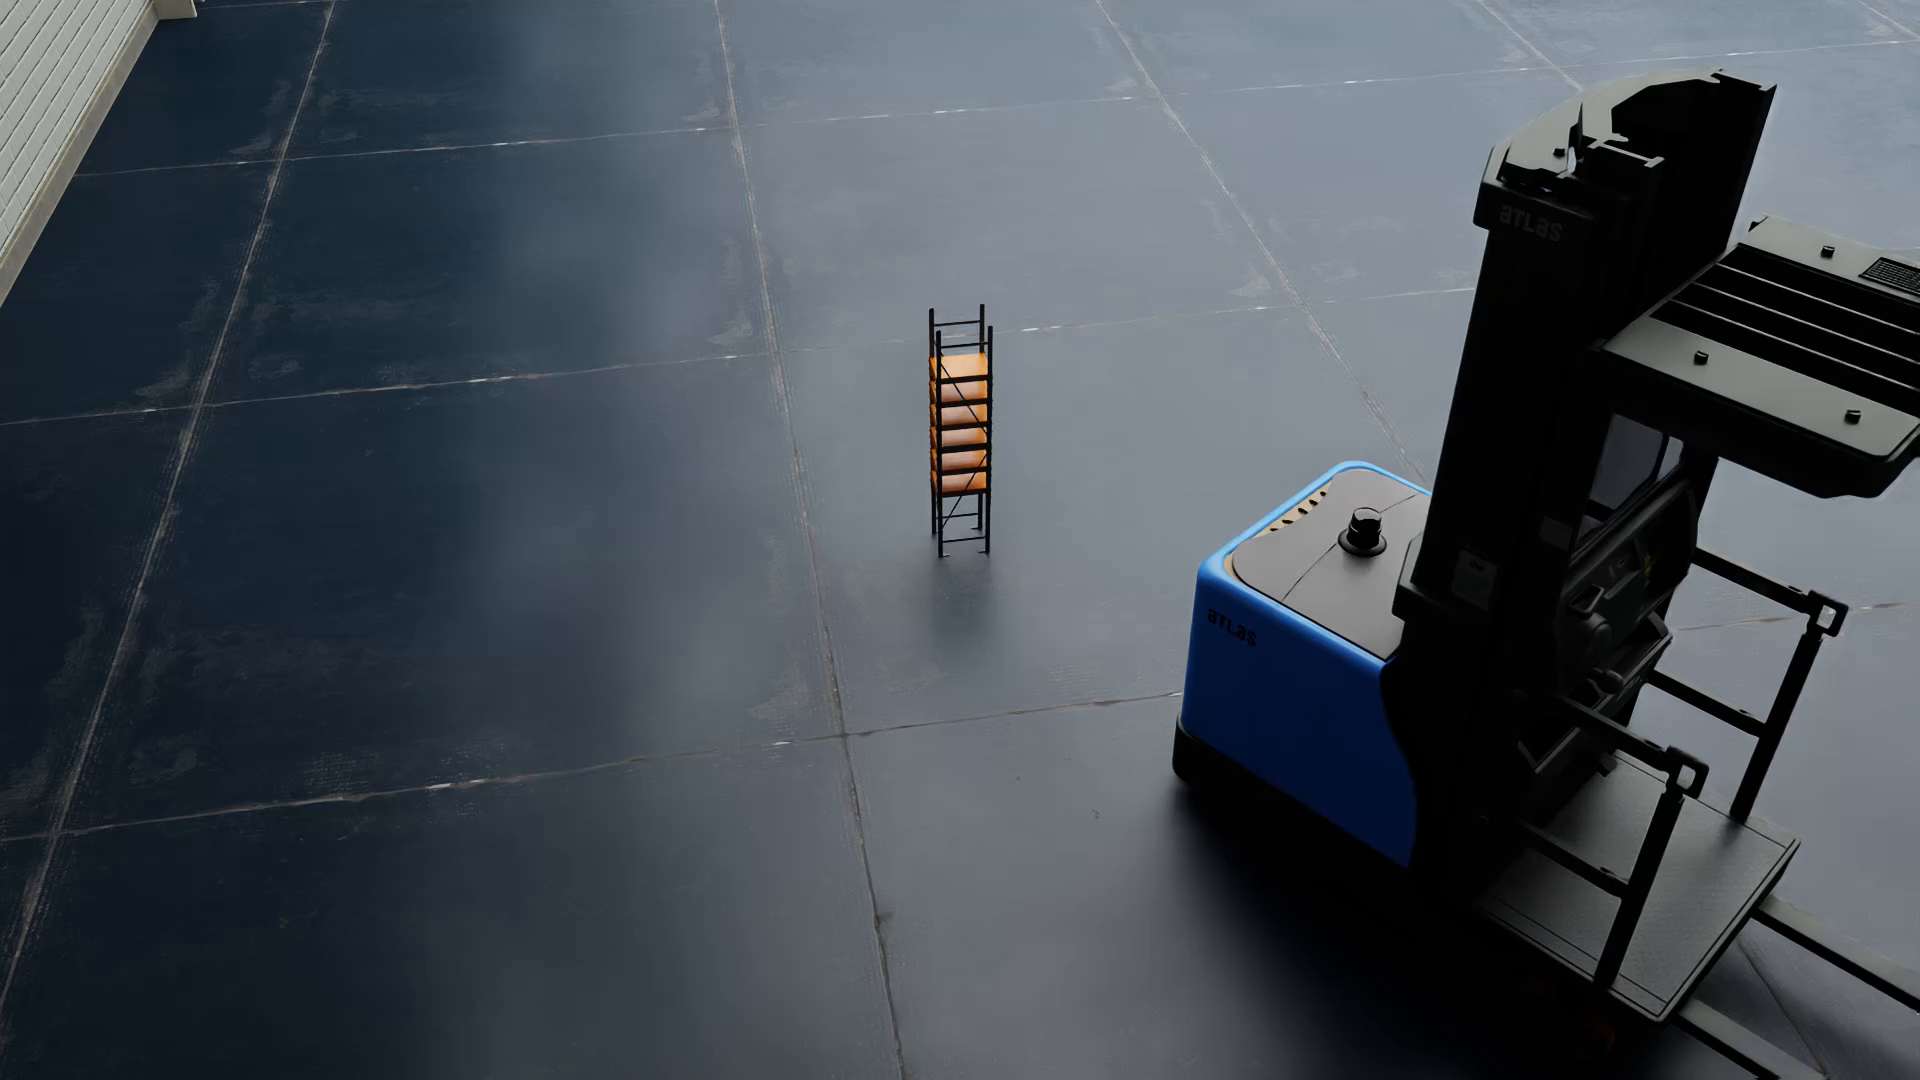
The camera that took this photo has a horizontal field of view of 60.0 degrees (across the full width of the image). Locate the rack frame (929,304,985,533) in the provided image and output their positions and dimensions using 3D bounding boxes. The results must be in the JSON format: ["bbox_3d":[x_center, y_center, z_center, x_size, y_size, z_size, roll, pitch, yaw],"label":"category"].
[{"bbox_3d":[-0.014,-0.520,7.442,0.240,1.200,0.006,-6,38,-8],"label":"rack frame"}]

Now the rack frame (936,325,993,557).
[{"bbox_3d":[0.019,-0.410,7.300,0.240,1.200,0.006,-6,38,-8],"label":"rack frame"}]

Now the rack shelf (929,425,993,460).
[{"bbox_3d":[0.003,-0.430,7.398,0.258,0.103,0.180,-6,38,-8],"label":"rack shelf"}]

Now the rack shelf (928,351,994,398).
[{"bbox_3d":[0.003,-0.714,7.177,0.258,0.103,0.180,-6,38,-8],"label":"rack shelf"}]

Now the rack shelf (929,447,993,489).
[{"bbox_3d":[0.003,-0.335,7.472,0.258,0.103,0.180,-6,38,-8],"label":"rack shelf"}]

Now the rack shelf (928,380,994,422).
[{"bbox_3d":[0.003,-0.620,7.251,0.258,0.103,0.180,-6,38,-8],"label":"rack shelf"}]

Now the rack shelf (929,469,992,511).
[{"bbox_3d":[0.003,-0.240,7.545,0.258,0.103,0.180,-6,38,-8],"label":"rack shelf"}]

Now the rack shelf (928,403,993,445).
[{"bbox_3d":[0.003,-0.525,7.324,0.258,0.103,0.180,-6,38,-8],"label":"rack shelf"}]

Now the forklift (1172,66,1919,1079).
[{"bbox_3d":[2.233,0.203,5.099,3.031,2.935,1.130,31,47,34],"label":"forklift"}]

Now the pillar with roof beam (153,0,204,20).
[{"bbox_3d":[-1.931,-8.212,10.985,9.100,9.000,0.400,-6,38,-8],"label":"pillar with roof beam"}]

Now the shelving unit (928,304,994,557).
[{"bbox_3d":[0.003,-0.465,7.371,0.258,1.200,0.189,-6,38,-8],"label":"shelving unit"}]
